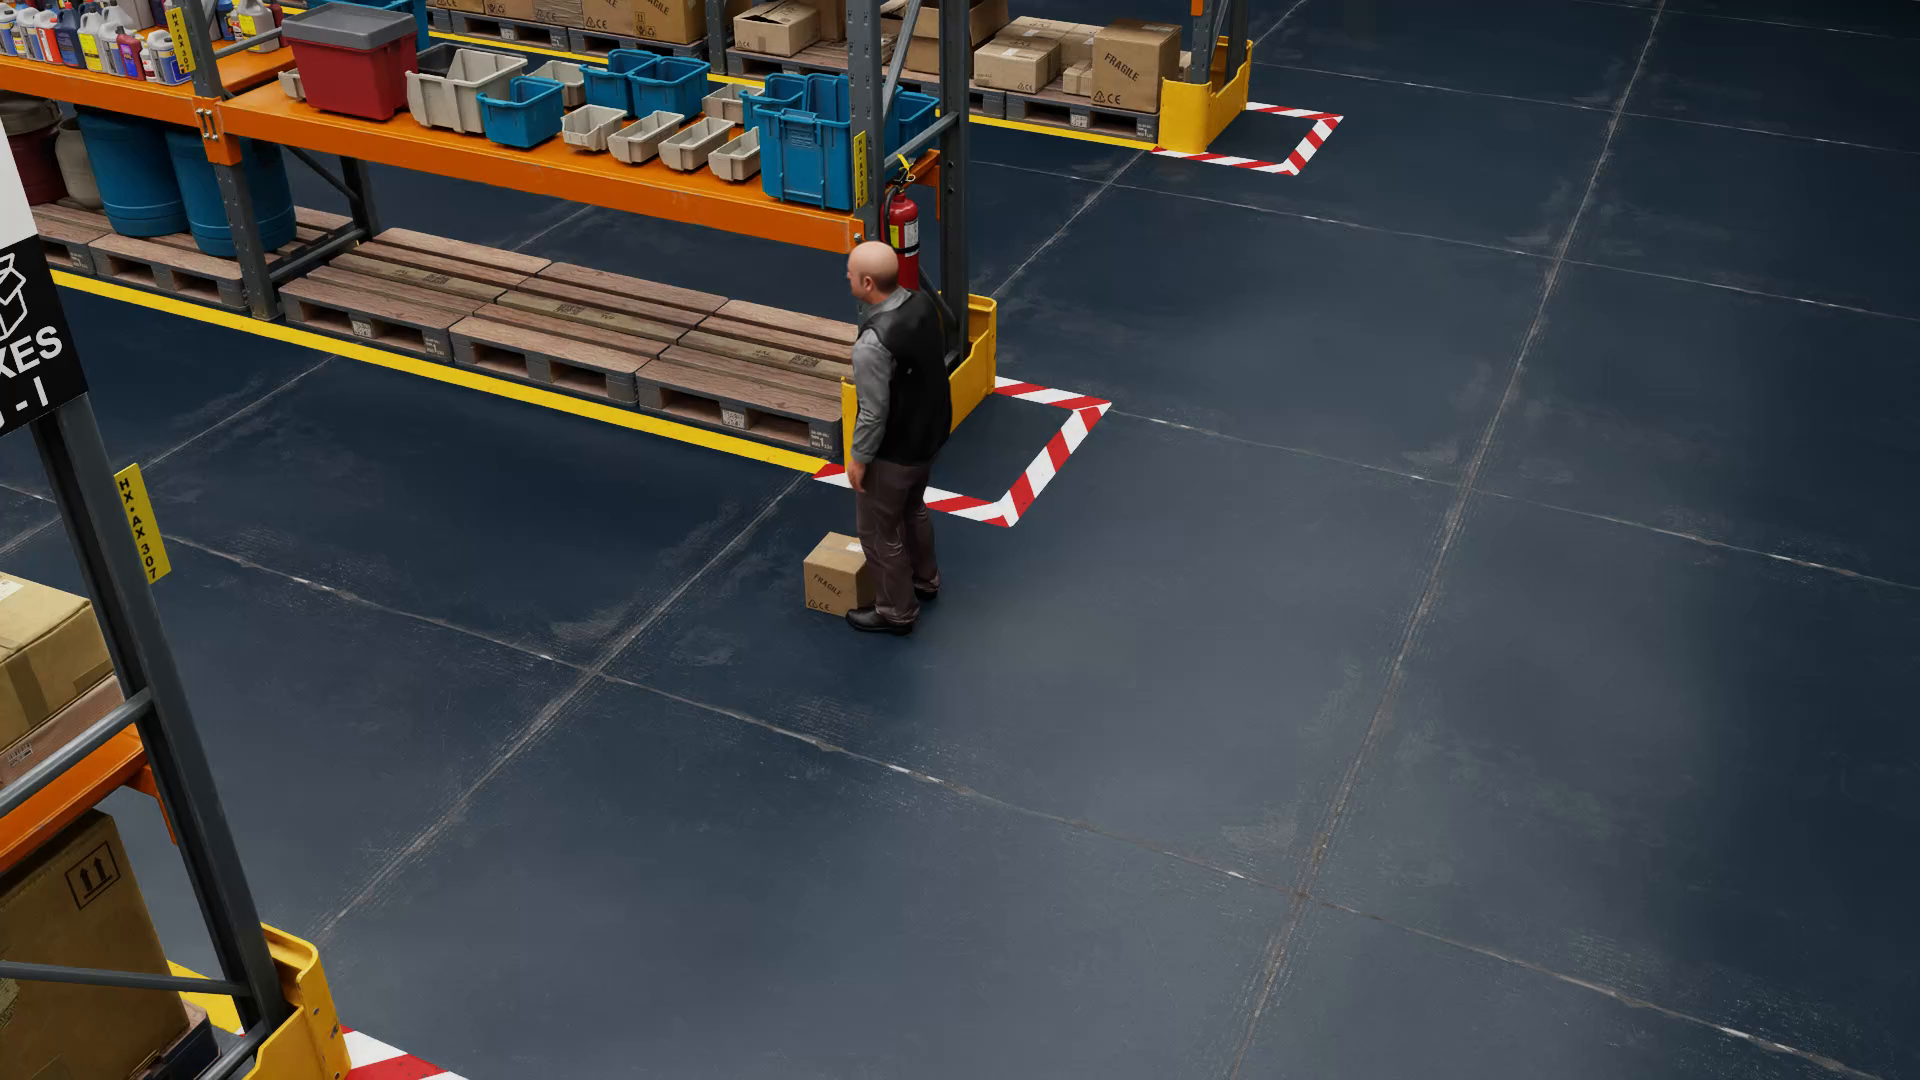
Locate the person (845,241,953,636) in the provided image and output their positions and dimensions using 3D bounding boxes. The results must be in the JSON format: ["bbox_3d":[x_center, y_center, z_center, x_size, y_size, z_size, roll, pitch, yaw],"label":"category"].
[{"bbox_3d":[-0.250,-0.357,6.794,0.418,1.619,0.580,15,36,21],"label":"person"}]
